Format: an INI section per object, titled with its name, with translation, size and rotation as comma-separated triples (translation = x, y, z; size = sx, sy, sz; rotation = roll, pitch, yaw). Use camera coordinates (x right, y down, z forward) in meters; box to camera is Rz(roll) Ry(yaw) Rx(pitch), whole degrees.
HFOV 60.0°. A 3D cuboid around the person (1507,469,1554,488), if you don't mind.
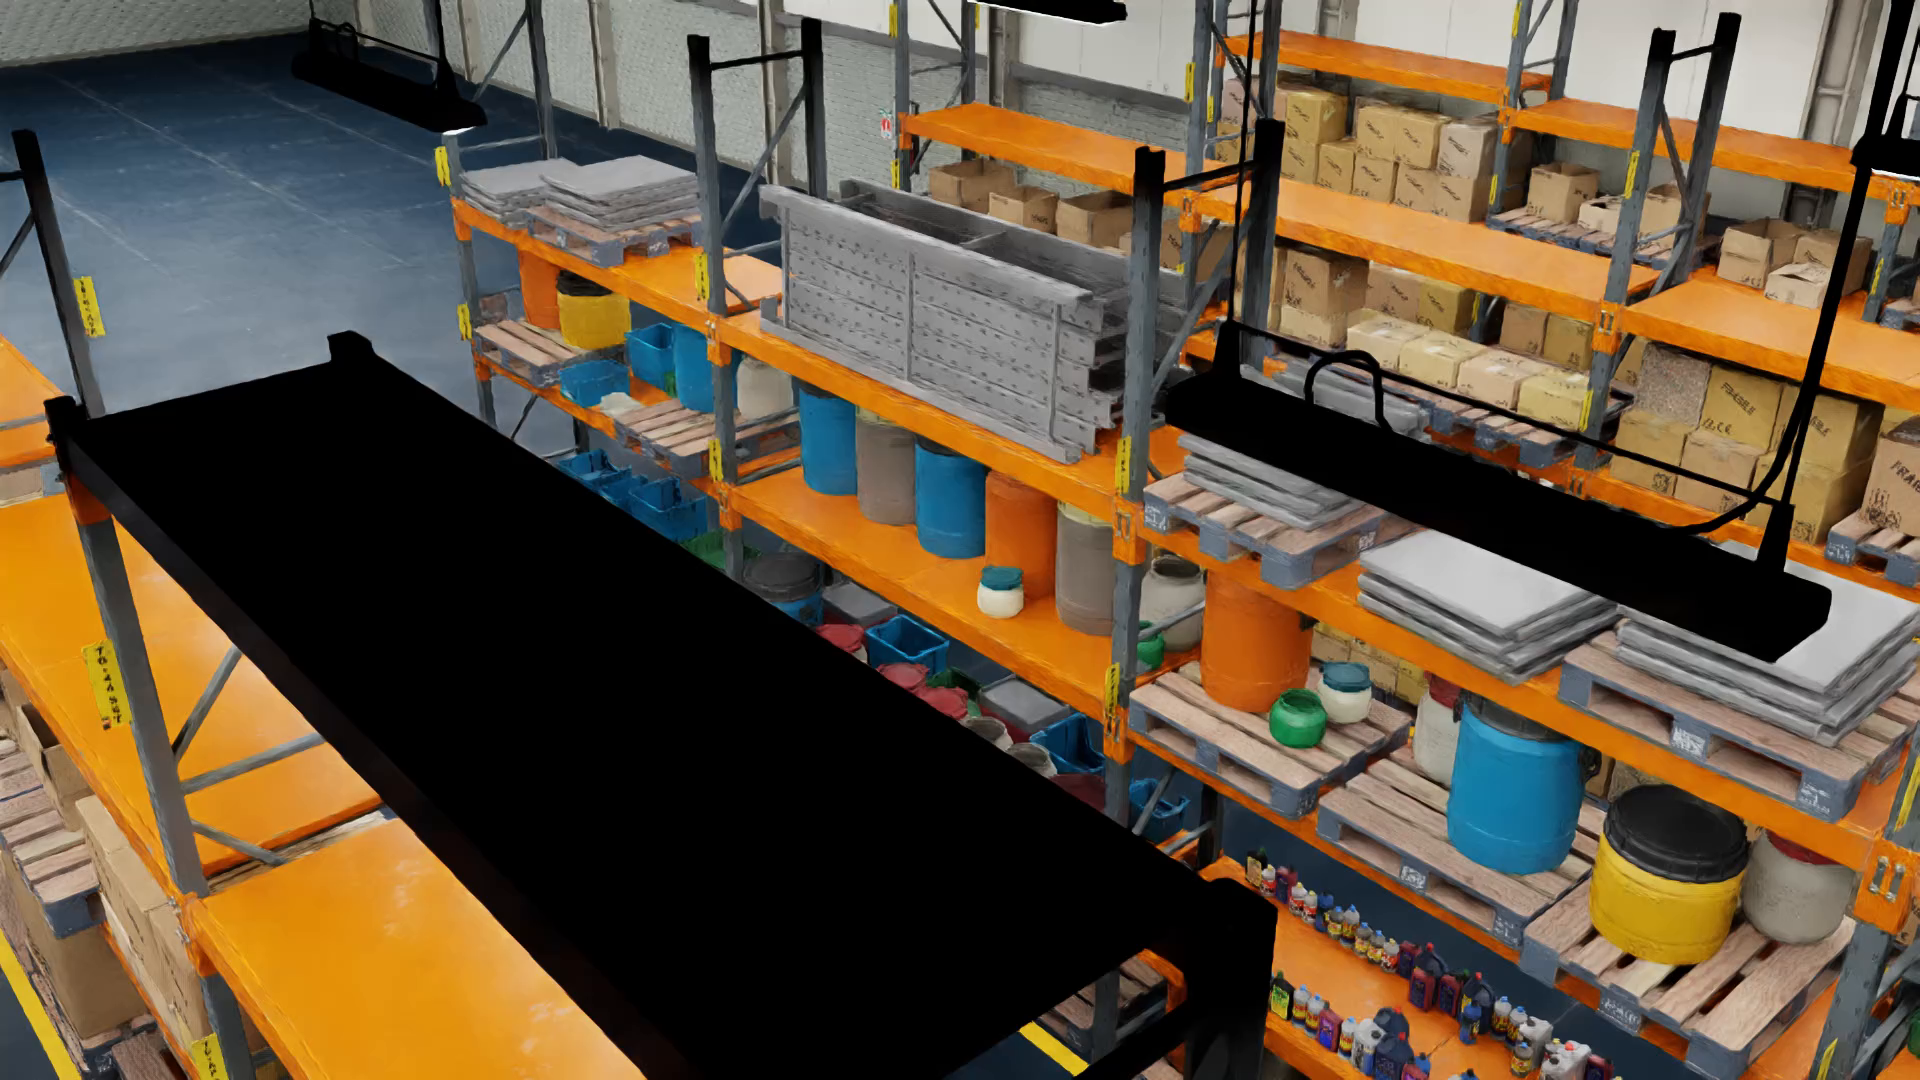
[person]
translation = 5.756, -0.585, 16.823
size = 1.033, 1.708, 0.571
rotation = 21, 34, 36
